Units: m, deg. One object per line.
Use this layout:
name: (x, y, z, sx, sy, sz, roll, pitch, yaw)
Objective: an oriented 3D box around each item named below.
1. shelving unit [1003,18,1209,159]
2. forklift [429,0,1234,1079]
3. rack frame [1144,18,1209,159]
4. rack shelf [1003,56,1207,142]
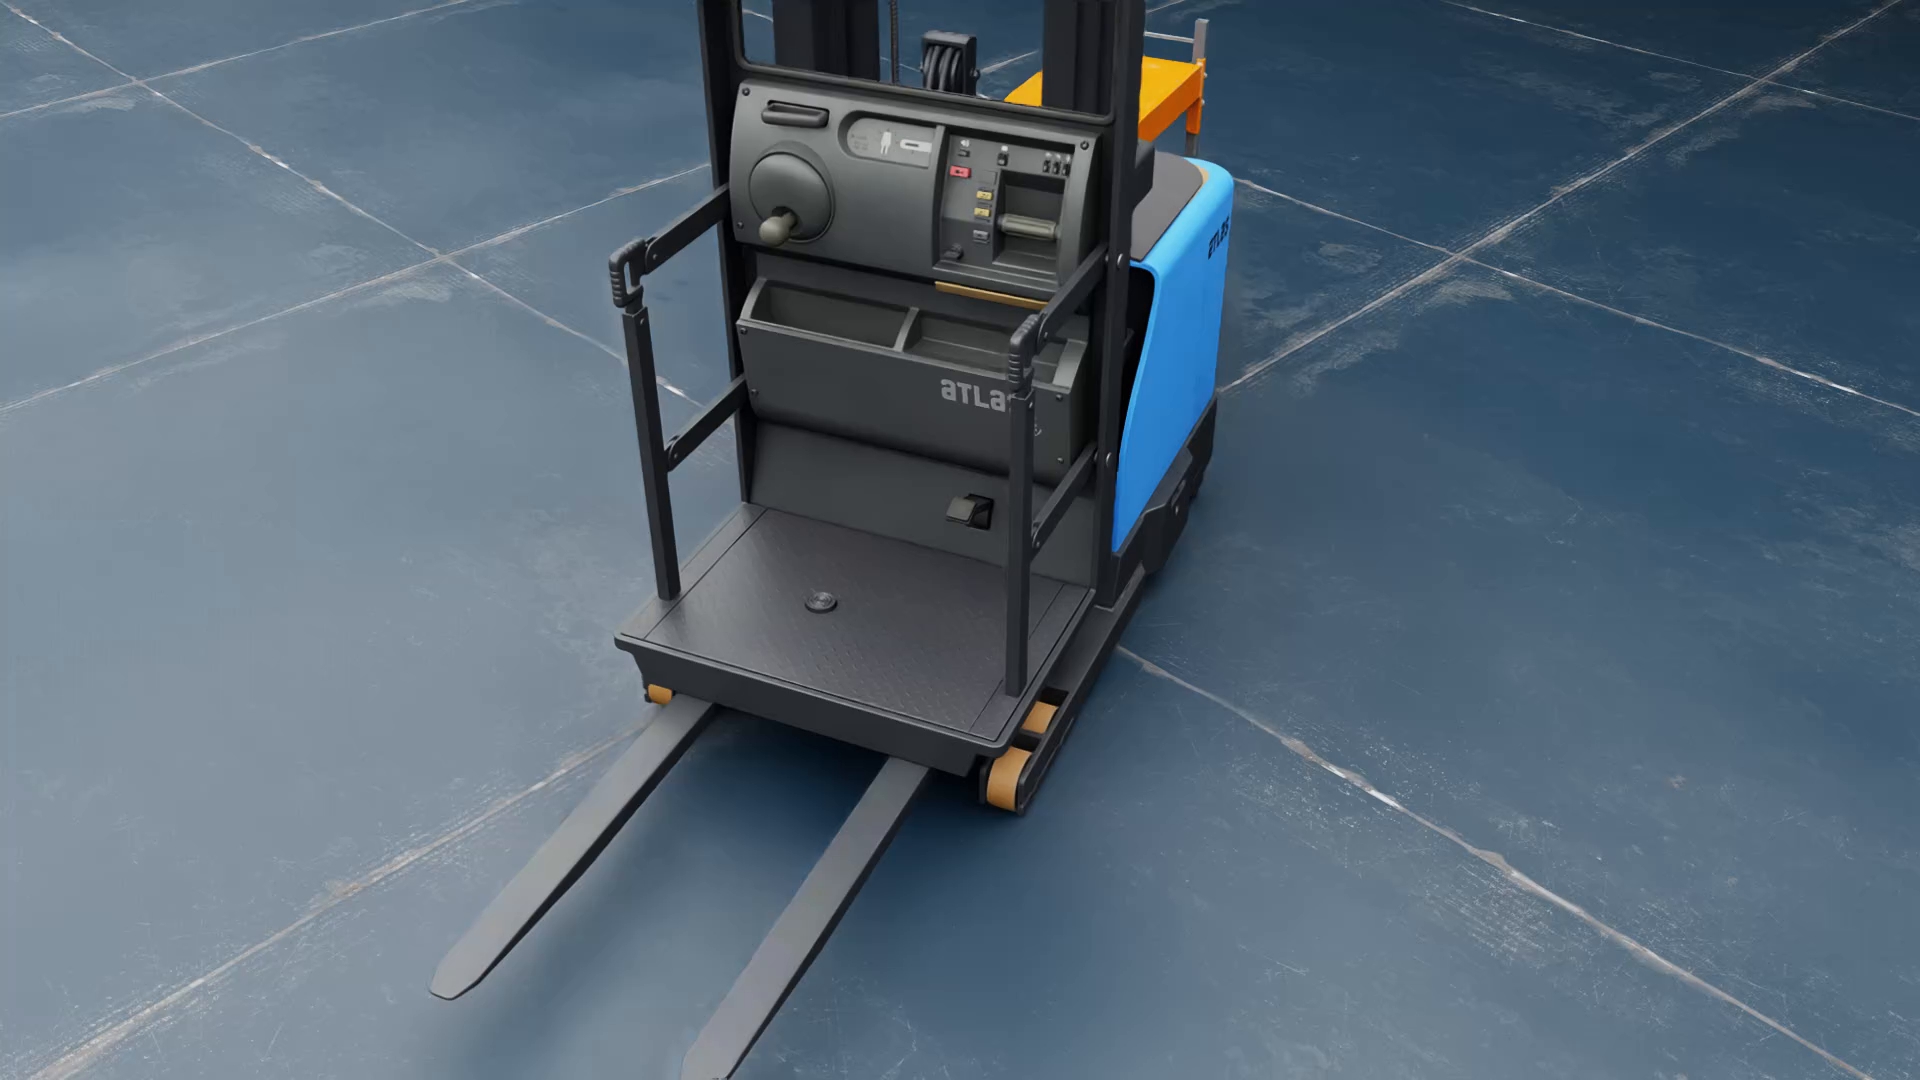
shelving unit: (0.438, -1.193, 5.978, 0.538, 1.125, 1.048, 16, 38, 21)
forklift: (-0.212, -0.789, 3.819, 1.130, 2.935, 3.031, 14, 37, 19)
rack frame: (0.662, -1.455, 6.352, 0.500, 1.125, 0.032, 16, 38, 21)
rack shelf: (0.438, -1.434, 5.810, 0.538, 0.278, 1.000, 16, 38, 21)
